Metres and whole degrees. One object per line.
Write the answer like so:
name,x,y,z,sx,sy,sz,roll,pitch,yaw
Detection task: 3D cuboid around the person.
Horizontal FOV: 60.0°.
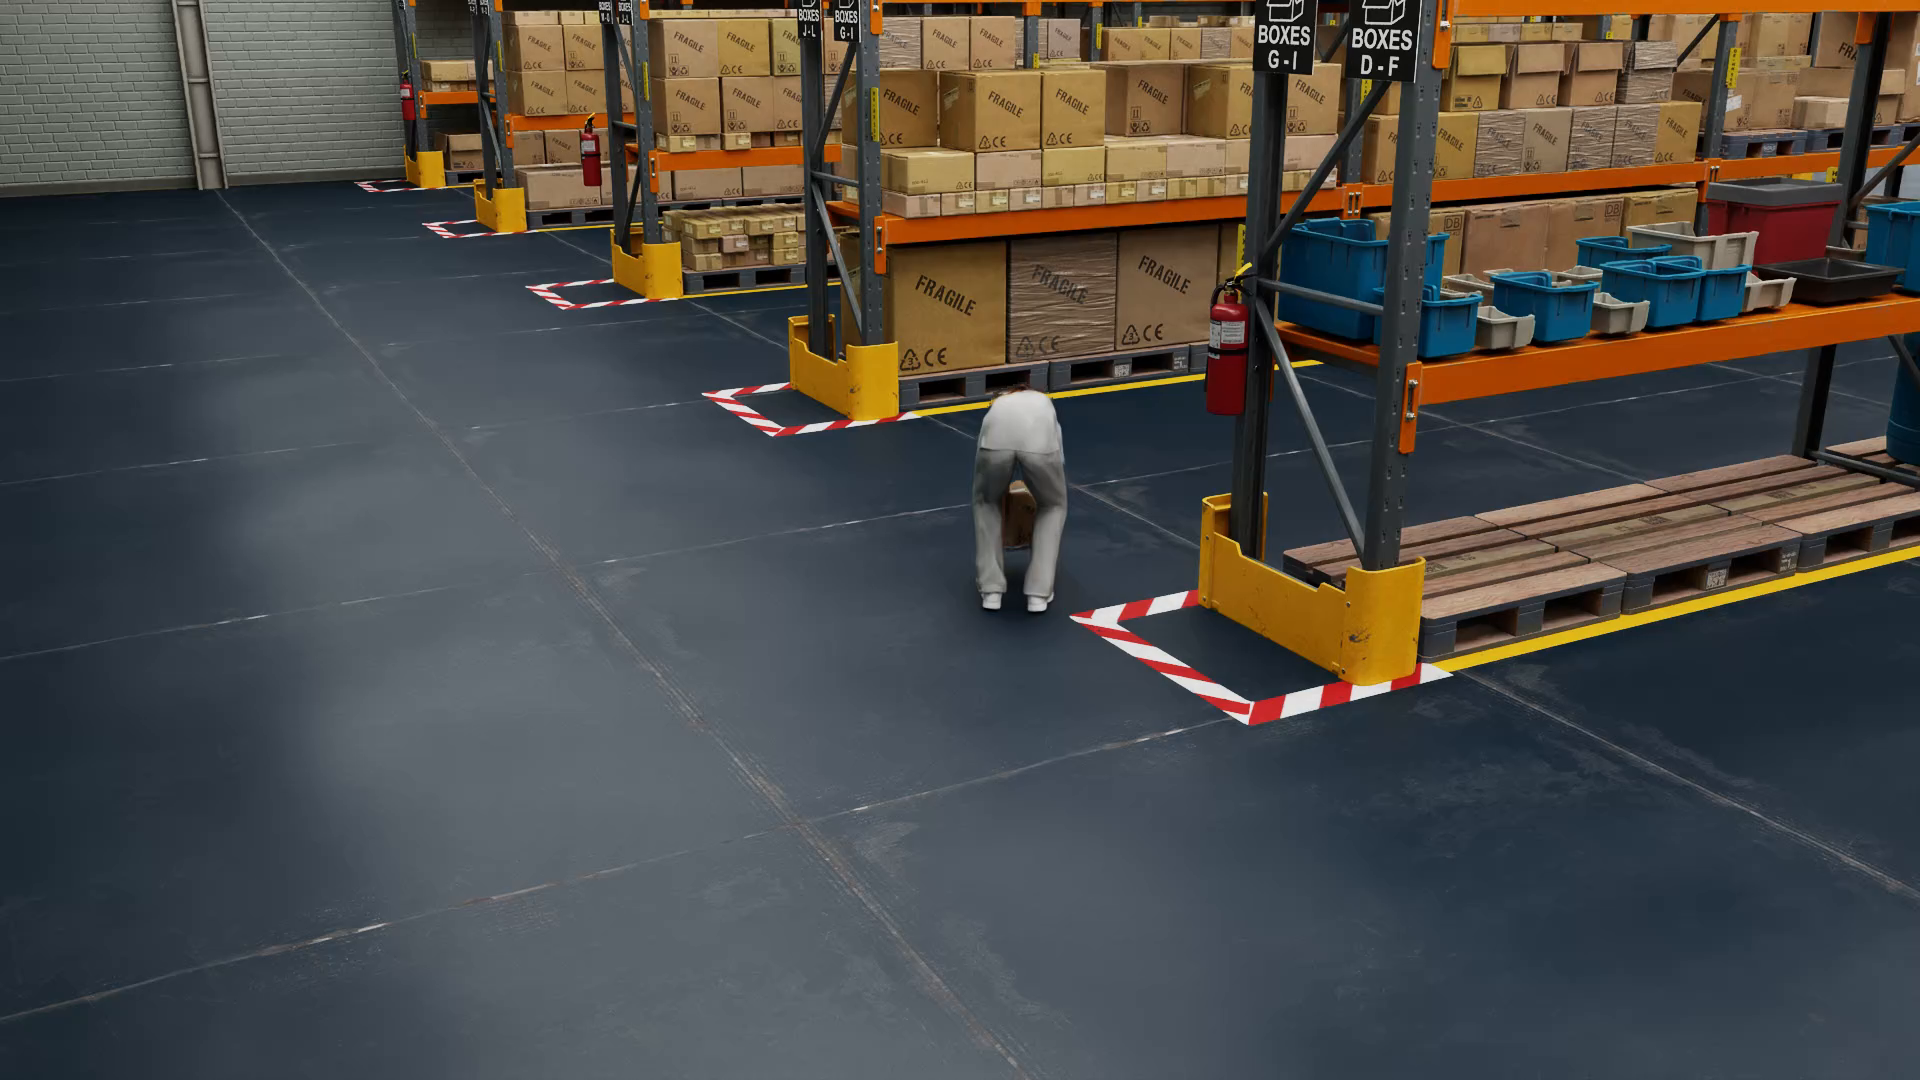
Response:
person,0.288,-0.241,7.842,0.446,1.002,0.867,2,19,6
